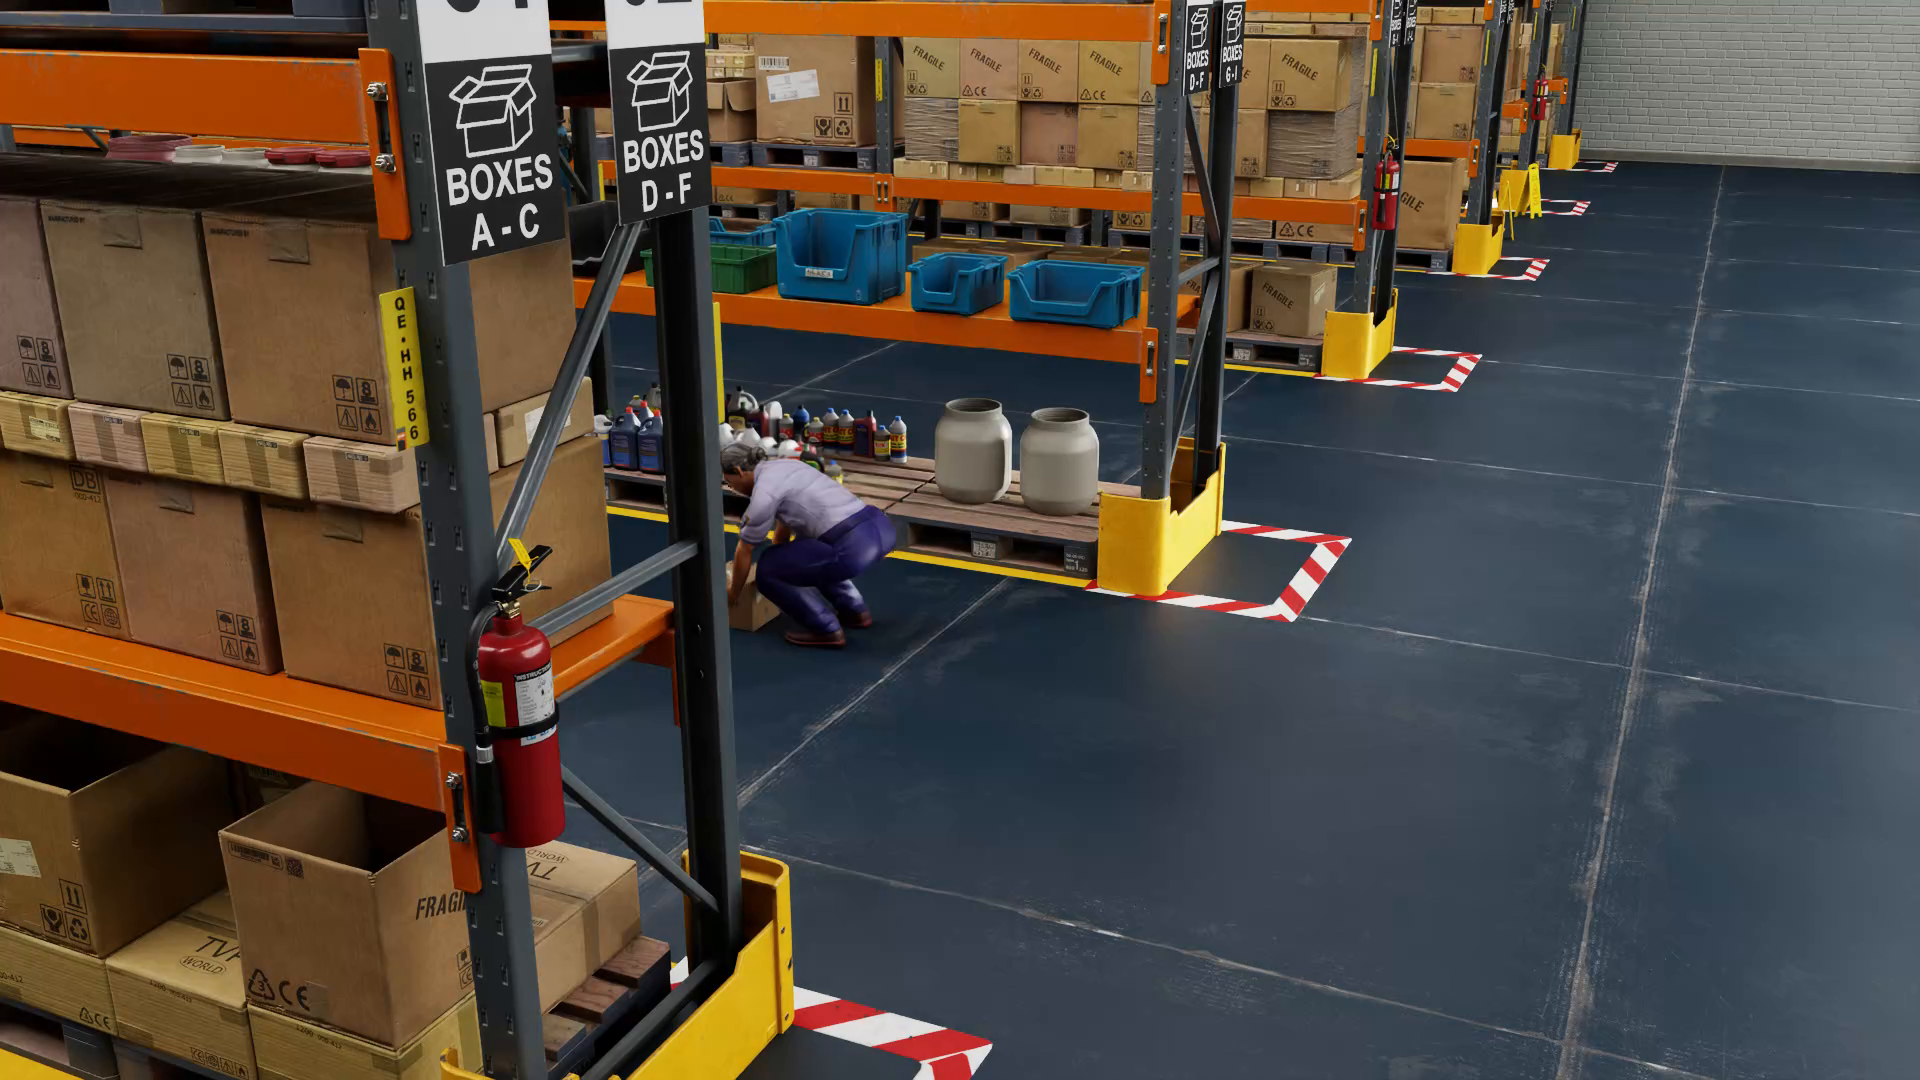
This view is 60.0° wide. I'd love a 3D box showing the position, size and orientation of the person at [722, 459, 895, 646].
[{"bbox_3d":[-0.758,0.025,7.749,0.899,0.841,0.521,7,20,20],"label":"person"}]
